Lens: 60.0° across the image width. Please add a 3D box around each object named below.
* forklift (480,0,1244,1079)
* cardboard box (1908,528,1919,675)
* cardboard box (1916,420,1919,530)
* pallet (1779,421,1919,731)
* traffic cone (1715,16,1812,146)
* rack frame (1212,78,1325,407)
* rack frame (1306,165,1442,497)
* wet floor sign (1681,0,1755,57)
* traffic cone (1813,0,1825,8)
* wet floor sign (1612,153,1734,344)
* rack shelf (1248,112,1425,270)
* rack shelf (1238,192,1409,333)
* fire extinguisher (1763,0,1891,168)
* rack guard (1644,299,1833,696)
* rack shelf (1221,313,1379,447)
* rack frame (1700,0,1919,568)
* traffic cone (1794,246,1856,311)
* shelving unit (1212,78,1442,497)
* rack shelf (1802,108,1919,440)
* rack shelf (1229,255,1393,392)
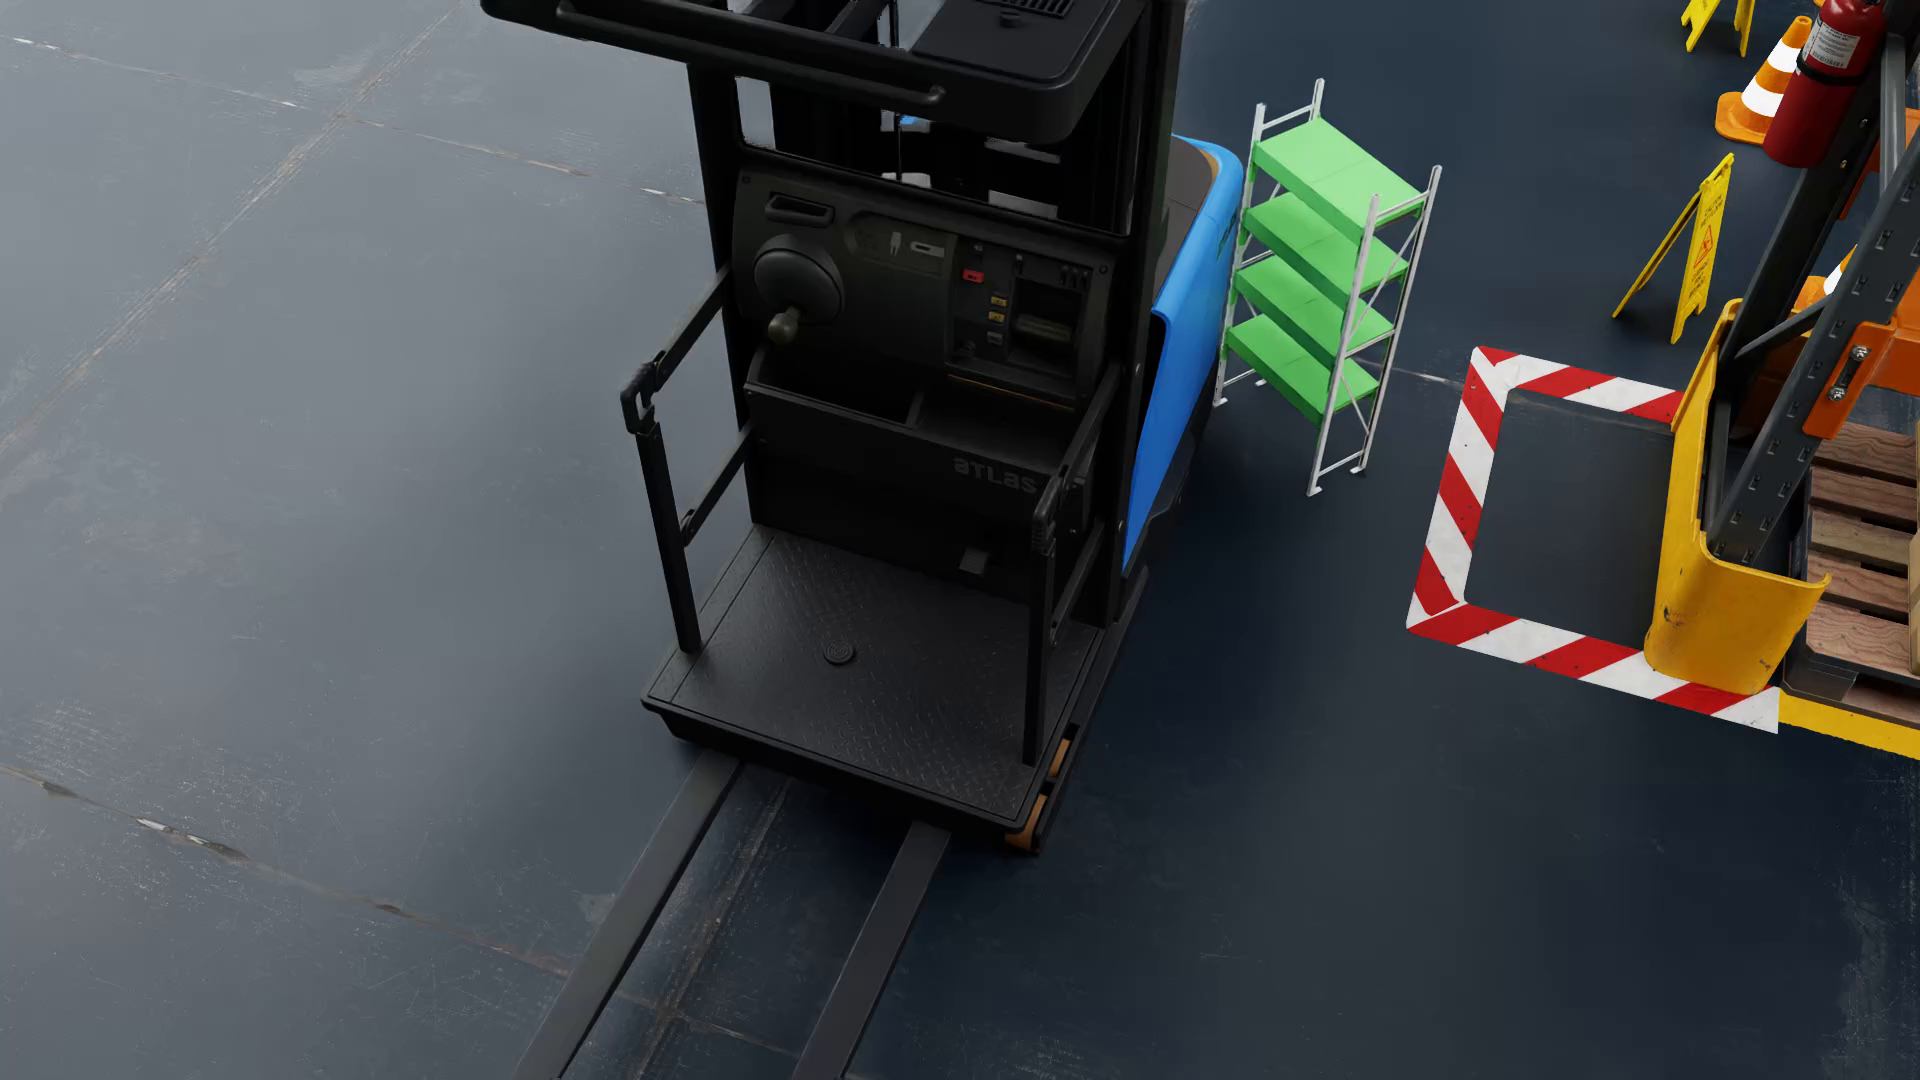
[{"bbox_3d":[-0.177,-0.487,3.733,1.130,2.935,3.031,17,51,14],"label":"forklift"},{"bbox_3d":[2.971,0.179,4.652,0.500,0.250,0.500,15,51,13],"label":"cardboard box"},{"bbox_3d":[3.185,-0.201,4.981,0.500,0.250,0.500,15,51,13],"label":"cardboard box"},{"bbox_3d":[3.132,0.179,4.955,1.213,0.211,1.003,16,51,13],"label":"pallet"},{"bbox_3d":[3.227,-1.838,6.537,0.334,0.463,0.336,16,51,13],"label":"traffic cone"},{"bbox_3d":[0.956,-0.894,5.228,0.240,1.200,0.015,-26,54,-20],"label":"rack frame"},{"bbox_3d":[1.218,-0.582,4.959,0.240,1.200,0.015,-26,54,-20],"label":"rack frame"},{"bbox_3d":[3.218,-2.360,6.868,0.232,0.644,0.267,8,50,7],"label":"wet floor sign"},{"bbox_3d":[3.937,-2.550,7.154,0.334,0.463,0.336,16,51,13],"label":"traffic cone"},{"bbox_3d":[2.503,-1.029,5.715,0.232,0.644,0.267,33,57,25],"label":"wet floor sign"},{"bbox_3d":[1.083,-1.009,4.777,0.258,0.148,0.480,-26,54,-20],"label":"rack shelf"},{"bbox_3d":[1.085,-0.853,4.960,0.258,0.148,0.480,-26,54,-20],"label":"rack shelf"},{"bbox_3d":[2.363,-1.323,4.463,0.183,0.674,0.296,16,51,13],"label":"fire extinguisher"},{"bbox_3d":[2.382,-0.153,5.052,0.348,0.500,1.175,16,51,13],"label":"rack guard"},{"bbox_3d":[1.090,-0.541,5.324,0.258,0.148,0.480,-26,54,-20],"label":"rack shelf"},{"bbox_3d":[2.311,-0.992,4.124,0.127,3.000,1.000,16,51,13],"label":"rack frame"},{"bbox_3d":[3.161,-0.963,5.778,0.334,0.463,0.336,16,51,13],"label":"traffic cone"},{"bbox_3d":[1.087,-0.738,5.094,0.258,1.200,0.503,-26,54,-20],"label":"shelving unit"},{"bbox_3d":[4.187,-0.232,3.942,4.000,0.370,1.077,16,51,13],"label":"rack shelf"},{"bbox_3d":[1.088,-0.697,5.142,0.258,0.148,0.480,-26,54,-20],"label":"rack shelf"}]
